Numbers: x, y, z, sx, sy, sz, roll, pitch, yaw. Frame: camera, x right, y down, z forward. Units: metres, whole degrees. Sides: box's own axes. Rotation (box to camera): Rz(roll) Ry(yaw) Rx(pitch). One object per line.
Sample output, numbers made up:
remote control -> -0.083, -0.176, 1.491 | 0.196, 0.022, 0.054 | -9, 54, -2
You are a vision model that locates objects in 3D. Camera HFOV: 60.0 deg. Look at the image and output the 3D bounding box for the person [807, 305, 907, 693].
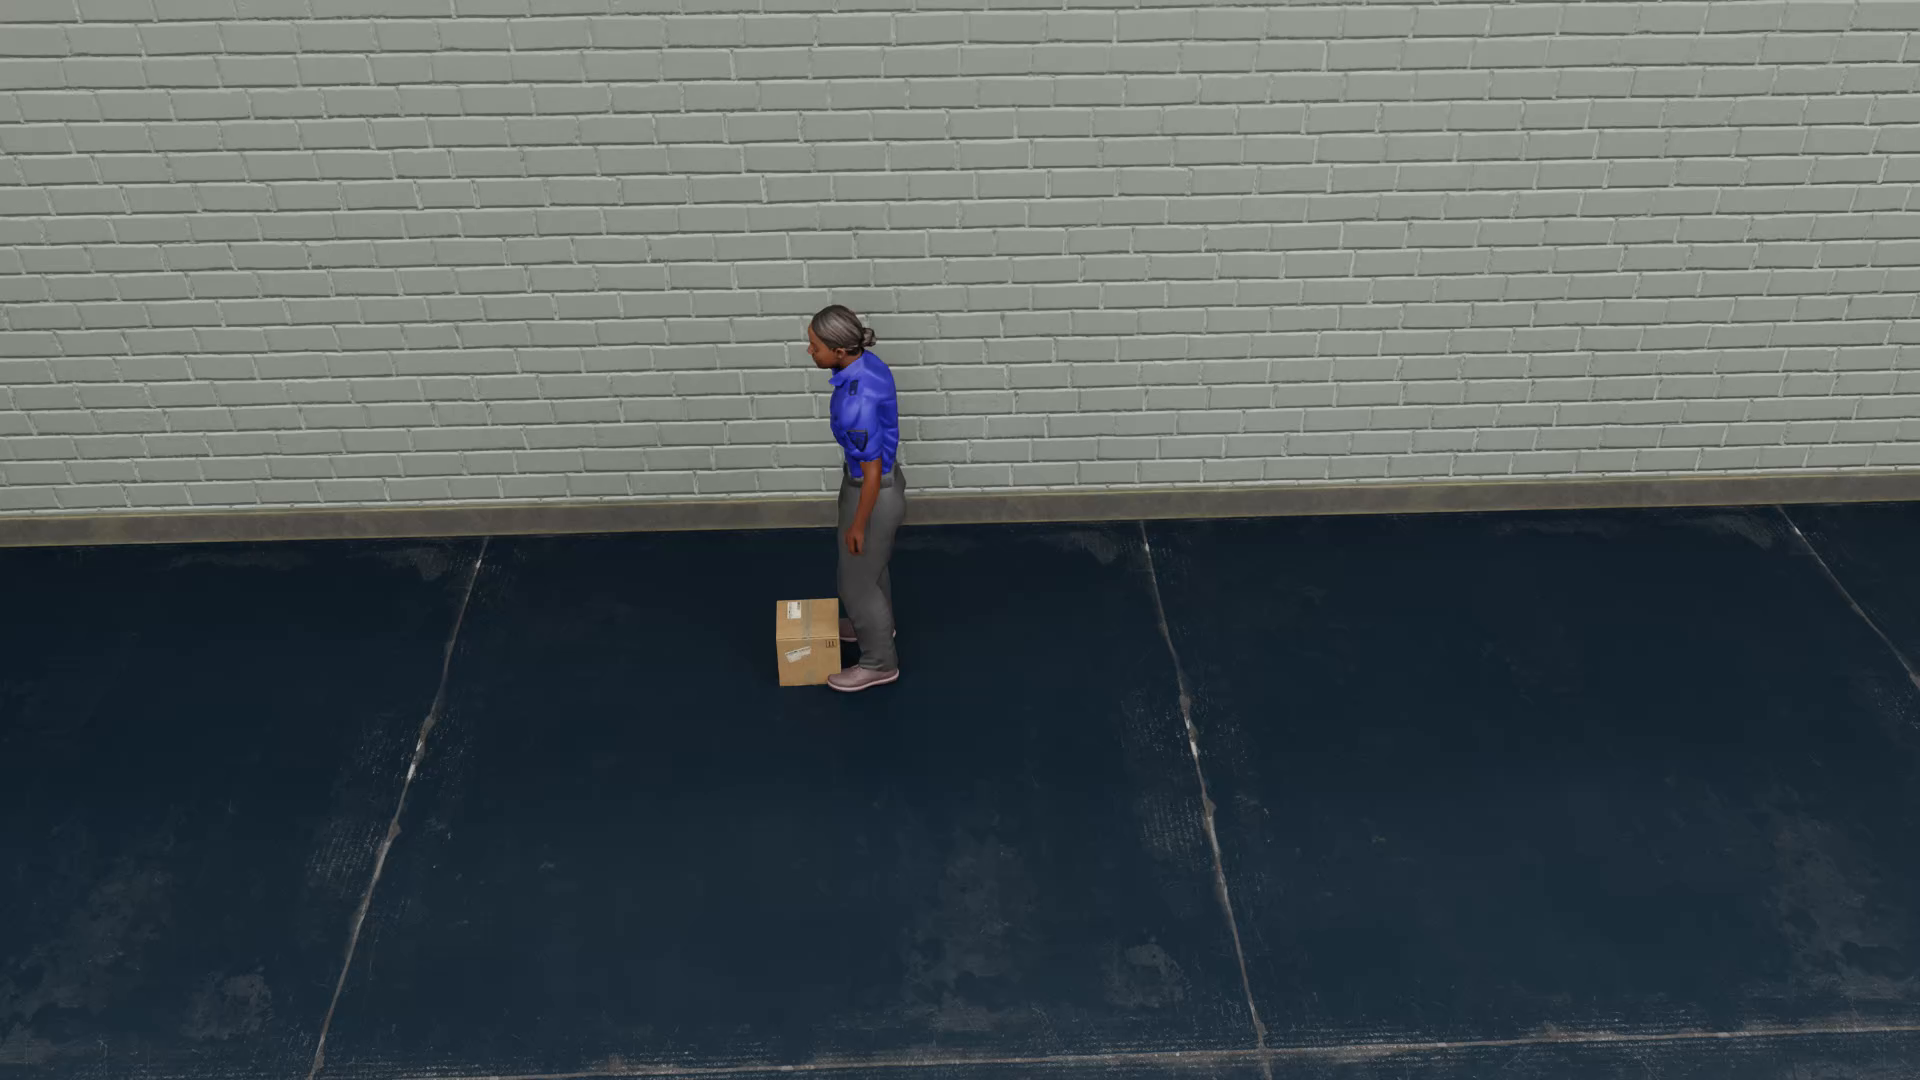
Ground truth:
person -> -0.379, -0.170, 6.390 | 0.350, 1.654, 0.503 | -2, 35, -2
